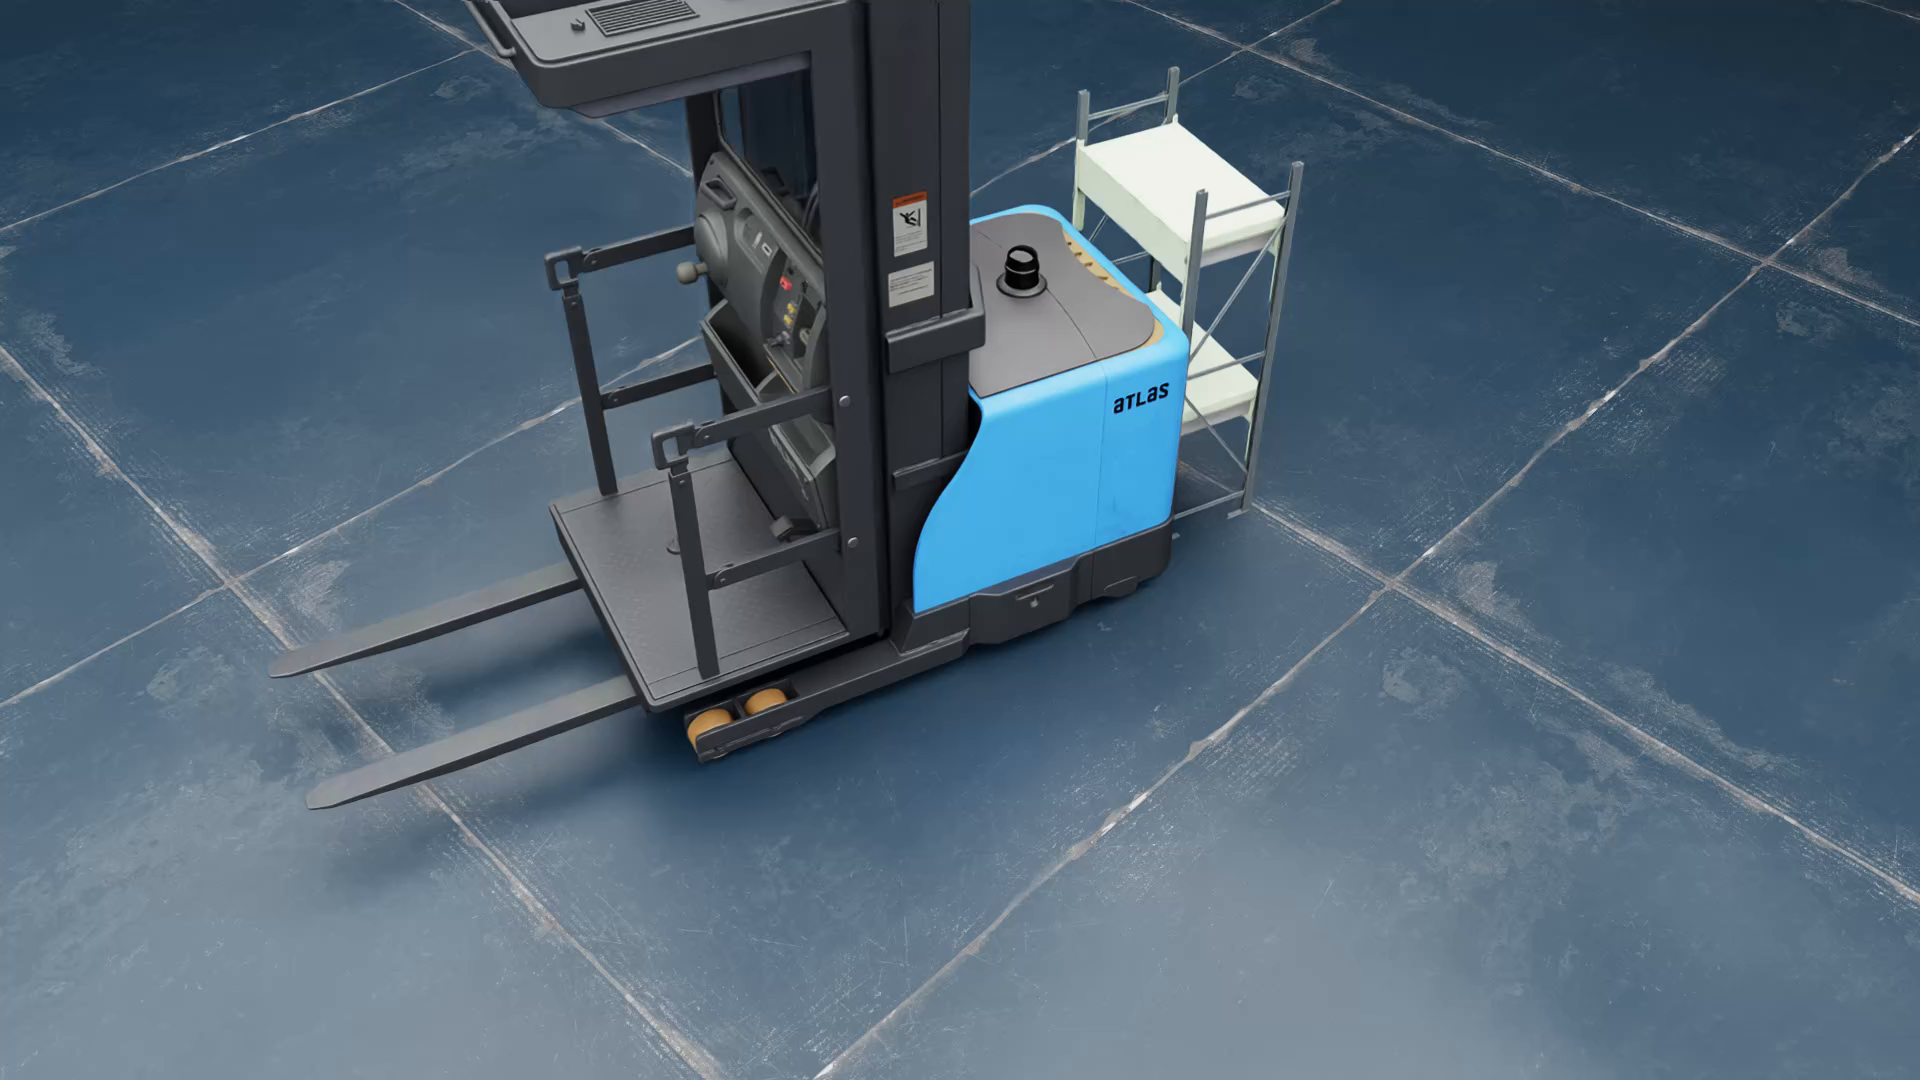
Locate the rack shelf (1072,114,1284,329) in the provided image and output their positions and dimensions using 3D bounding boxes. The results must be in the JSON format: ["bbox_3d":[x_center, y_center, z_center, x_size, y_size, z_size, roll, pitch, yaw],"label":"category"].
[{"bbox_3d":[0.756,-1.110,5.771,0.431,0.370,0.720,-19,46,-20],"label":"rack shelf"}]

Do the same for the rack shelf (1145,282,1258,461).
[{"bbox_3d":[0.756,-0.584,6.257,0.431,0.370,0.720,-19,46,-20],"label":"rack shelf"}]

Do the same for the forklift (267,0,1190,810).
[{"bbox_3d":[-0.785,-0.770,4.923,3.031,2.935,1.130,-19,46,-20],"label":"forklift"}]

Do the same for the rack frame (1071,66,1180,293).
[{"bbox_3d":[0.588,-1.044,6.274,0.400,1.500,0.023,-19,46,-20],"label":"rack frame"}]

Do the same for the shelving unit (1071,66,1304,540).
[{"bbox_3d":[0.756,-0.823,6.036,0.431,1.500,0.755,-19,46,-20],"label":"shelving unit"}]

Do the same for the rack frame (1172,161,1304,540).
[{"bbox_3d":[0.924,-0.603,5.797,0.400,1.500,0.023,-19,46,-20],"label":"rack frame"}]
